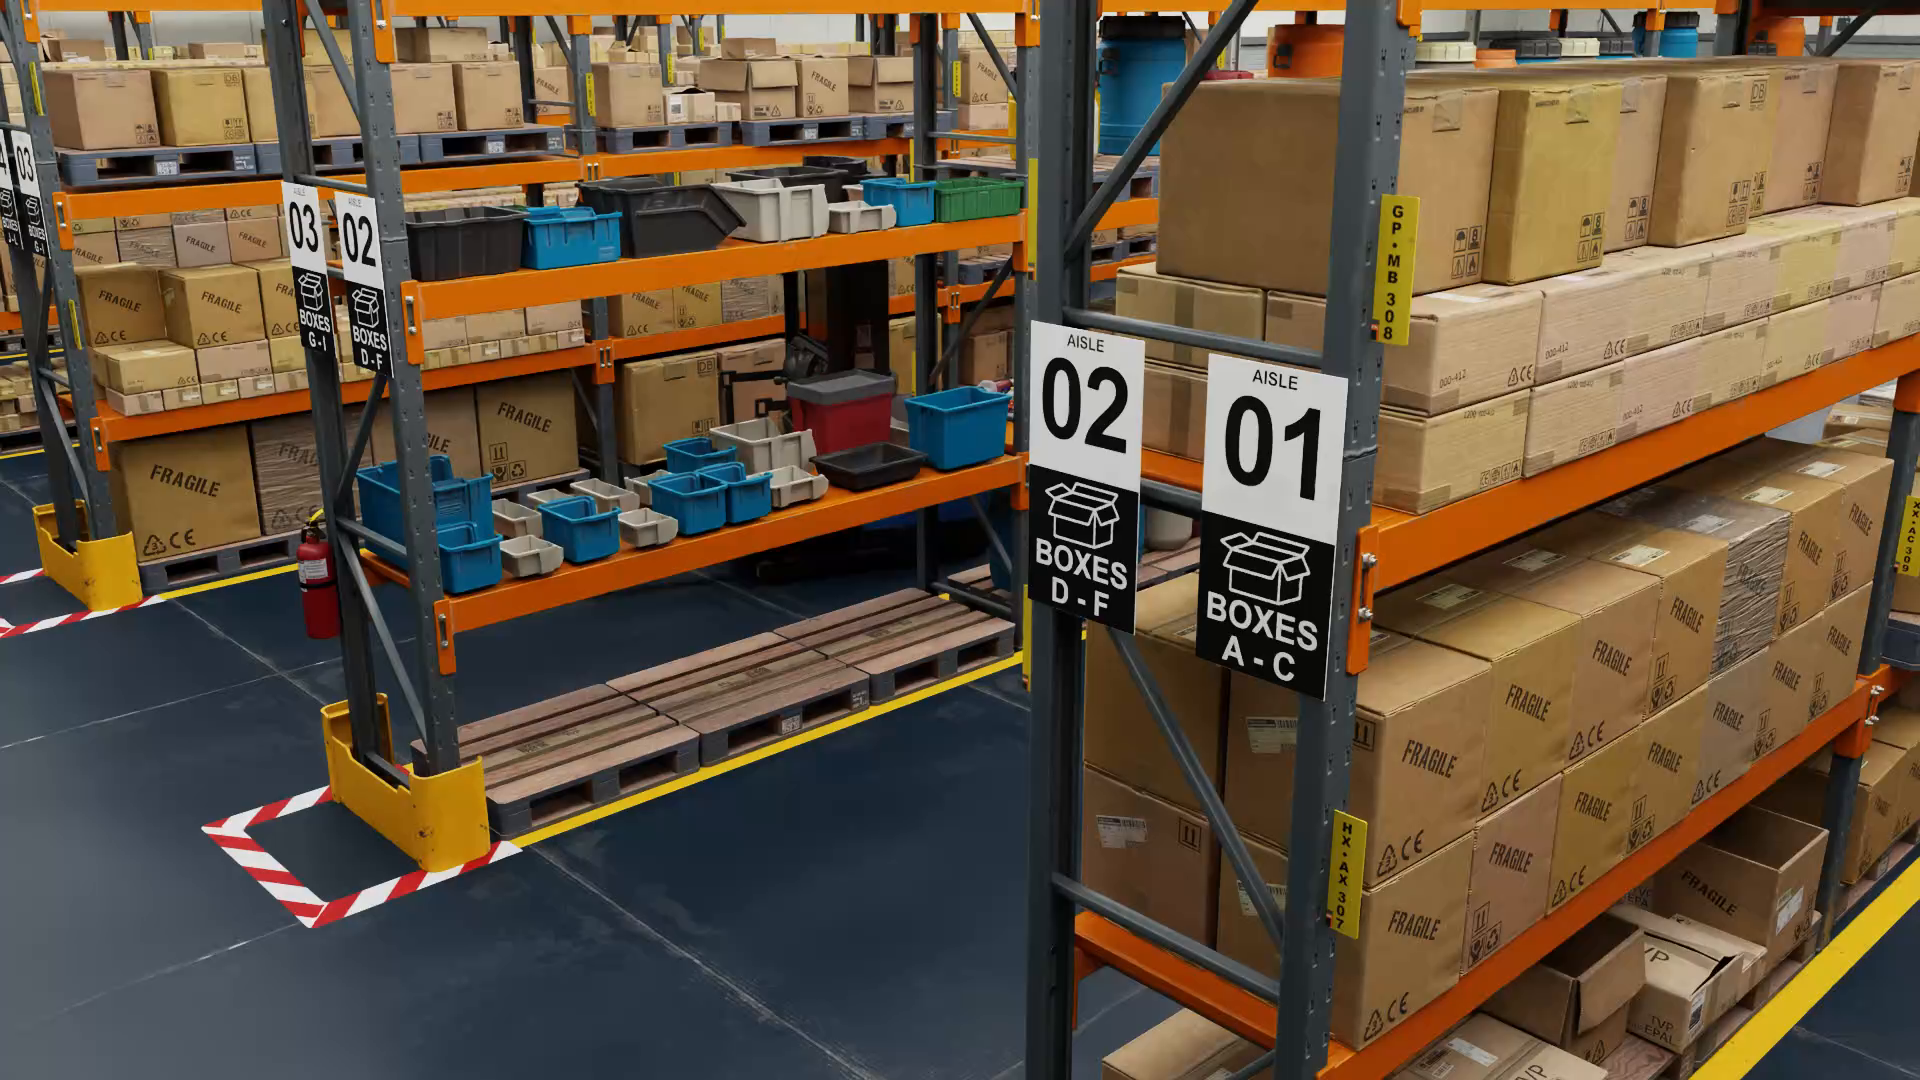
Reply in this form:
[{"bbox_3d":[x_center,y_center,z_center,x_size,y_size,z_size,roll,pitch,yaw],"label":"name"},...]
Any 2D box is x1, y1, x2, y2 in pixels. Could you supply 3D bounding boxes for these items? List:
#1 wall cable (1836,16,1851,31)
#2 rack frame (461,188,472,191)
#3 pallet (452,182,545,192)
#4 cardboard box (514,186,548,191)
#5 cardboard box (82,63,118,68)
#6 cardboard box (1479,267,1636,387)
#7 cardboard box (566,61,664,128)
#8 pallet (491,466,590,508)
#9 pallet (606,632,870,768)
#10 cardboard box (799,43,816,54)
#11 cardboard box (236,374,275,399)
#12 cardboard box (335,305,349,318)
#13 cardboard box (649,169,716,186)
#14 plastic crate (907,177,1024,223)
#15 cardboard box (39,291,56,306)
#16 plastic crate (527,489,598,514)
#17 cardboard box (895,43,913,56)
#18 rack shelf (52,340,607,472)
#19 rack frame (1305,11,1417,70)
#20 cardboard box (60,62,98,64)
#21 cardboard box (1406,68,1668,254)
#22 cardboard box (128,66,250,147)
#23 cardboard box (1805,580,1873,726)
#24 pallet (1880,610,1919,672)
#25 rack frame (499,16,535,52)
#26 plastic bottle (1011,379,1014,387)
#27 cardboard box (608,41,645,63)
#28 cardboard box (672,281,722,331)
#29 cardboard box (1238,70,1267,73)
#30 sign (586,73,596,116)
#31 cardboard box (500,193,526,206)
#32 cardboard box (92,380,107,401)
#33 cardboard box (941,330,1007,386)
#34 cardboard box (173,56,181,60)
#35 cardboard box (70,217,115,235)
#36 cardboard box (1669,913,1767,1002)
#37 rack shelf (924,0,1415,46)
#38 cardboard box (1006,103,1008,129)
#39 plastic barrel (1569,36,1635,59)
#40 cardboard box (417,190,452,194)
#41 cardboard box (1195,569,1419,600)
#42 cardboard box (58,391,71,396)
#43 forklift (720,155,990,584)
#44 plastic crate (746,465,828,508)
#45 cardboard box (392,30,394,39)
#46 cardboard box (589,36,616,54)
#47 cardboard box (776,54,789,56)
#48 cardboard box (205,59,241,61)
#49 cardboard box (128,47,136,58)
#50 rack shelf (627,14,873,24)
[{"bbox_3d":[25.421,-16.899,45.003,0.169,6.003,2.305,-16,24,-41],"label":"wall cable"},{"bbox_3d":[-7.212,-5.013,23.582,0.127,3.000,1.000,-16,24,-41],"label":"rack frame"},{"bbox_3d":[-6.768,-5.096,24.151,1.003,0.211,1.213,-16,24,-41],"label":"pallet"},{"bbox_3d":[-4.970,-4.011,19.255,0.250,0.149,0.380,-15,23,-38],"label":"cardboard box"},{"bbox_3d":[-8.010,-4.353,15.469,0.250,0.149,0.380,-15,23,-39],"label":"cardboard box"},{"bbox_3d":[1.507,-0.624,4.615,0.500,0.250,0.500,-16,24,-41],"label":"cardboard box"},{"bbox_3d":[-2.896,-3.744,13.961,0.500,0.500,0.700,-16,24,-40],"label":"cardboard box"},{"bbox_3d":[-3.917,-0.474,14.105,1.213,0.211,1.003,-16,24,-41],"label":"pallet"},{"bbox_3d":[-1.302,0.916,9.816,1.213,0.211,1.003,-16,24,-41],"label":"pallet"},{"bbox_3d":[-2.534,-7.924,26.813,0.250,0.149,0.380,-15,24,-39],"label":"cardboard box"},{"bbox_3d":[-5.172,-1.143,12.054,0.250,0.149,0.380,-17,24,-42],"label":"cardboard box"},{"bbox_3d":[-4.933,-1.656,12.988,0.500,0.250,0.500,-16,24,-41],"label":"cardboard box"},{"bbox_3d":[-3.405,-4.541,20.343,0.500,0.500,0.700,-16,24,-41],"label":"cardboard box"},{"bbox_3d":[-0.008,-2.003,9.779,0.662,0.188,0.450,-16,24,-41],"label":"plastic crate"},{"bbox_3d":[-8.607,-2.299,15.620,0.250,0.149,0.380,-15,23,-38],"label":"cardboard box"},{"bbox_3d":[-2.125,-0.161,8.949,0.243,0.136,0.396,-16,24,-41],"label":"plastic crate"},{"bbox_3d":[-0.650,-6.679,22.774,0.500,0.250,0.500,-17,24,-41],"label":"cardboard box"},{"bbox_3d":[-4.764,-1.178,12.922,4.000,0.370,1.077,-16,24,-41],"label":"rack shelf"},{"bbox_3d":[2.999,-4.536,12.383,0.127,3.000,1.000,-16,24,-41],"label":"rack frame"},{"bbox_3d":[-8.378,-4.470,15.831,0.380,0.149,0.250,17,25,42],"label":"cardboard box"},{"bbox_3d":[1.660,-1.155,5.038,0.500,0.500,0.700,-16,24,-41],"label":"cardboard box"},{"bbox_3d":[-5.384,-3.033,11.607,0.700,0.500,0.500,17,24,42],"label":"cardboard box"},{"bbox_3d":[3.306,0.392,6.749,0.500,0.500,0.500,-16,24,-40],"label":"cardboard box"},{"bbox_3d":[4.149,0.223,7.745,1.213,0.211,1.003,-16,24,-41],"label":"pallet"},{"bbox_3d":[-7.719,-9.826,28.699,0.127,3.000,1.000,-16,24,-41],"label":"rack frame"},{"bbox_3d":[0.422,-1.009,11.433,0.135,0.276,0.152,-16,24,-41],"label":"plastic bottle"},{"bbox_3d":[-3.854,-5.619,19.186,0.258,0.266,0.396,-16,24,-41],"label":"cardboard box"},{"bbox_3d":[-2.440,-2.140,14.559,0.500,0.500,0.500,-16,24,-41],"label":"cardboard box"},{"bbox_3d":[3.494,-5.599,20.122,0.250,0.149,0.380,-15,23,-38],"label":"cardboard box"},{"bbox_3d":[-2.928,-3.531,13.181,0.005,0.325,0.100,-16,24,-41],"label":"sign"},{"bbox_3d":[-4.910,-3.753,18.458,0.250,0.149,0.380,-15,23,-39],"label":"cardboard box"},{"bbox_3d":[-6.184,-1.126,12.003,0.250,0.149,0.380,-16,24,-40],"label":"cardboard box"},{"bbox_3d":[0.069,-1.959,17.501,0.700,0.500,0.500,16,24,41],"label":"cardboard box"},{"bbox_3d":[-11.999,-7.383,25.624,0.250,0.149,0.380,-17,24,-42],"label":"cardboard box"},{"bbox_3d":[-8.287,-3.144,15.551,0.500,0.500,0.500,-17,25,-42],"label":"cardboard box"},{"bbox_3d":[3.043,1.701,6.785,0.250,0.149,0.380,-16,24,-41],"label":"cardboard box"},{"bbox_3d":[1.546,-3.579,11.249,4.000,0.370,1.077,-16,24,-41],"label":"rack shelf"},{"bbox_3d":[0.486,-4.299,16.759,0.500,0.250,0.500,-15,24,-39],"label":"cardboard box"},{"bbox_3d":[5.685,-4.038,14.901,0.708,0.901,0.600,-16,24,-41],"label":"plastic barrel"},{"bbox_3d":[-7.402,-4.776,23.095,0.500,0.250,0.500,17,24,42],"label":"cardboard box"},{"bbox_3d":[1.088,0.338,5.296,0.500,0.500,0.500,-15,24,-39],"label":"cardboard box"},{"bbox_3d":[-8.639,-1.385,15.853,0.250,0.149,0.380,-16,24,-40],"label":"cardboard box"},{"bbox_3d":[-1.313,-1.262,12.125,3.031,2.935,1.130,-7,19,-21],"label":"forklift"},{"bbox_3d":[-0.966,-0.301,9.380,0.466,0.136,0.293,-16,24,-41],"label":"plastic crate"},{"bbox_3d":[-9.634,-8.074,27.156,0.500,0.500,0.700,-17,24,-42],"label":"cardboard box"},{"bbox_3d":[-5.366,-7.281,24.466,0.500,0.250,0.500,-16,24,-40],"label":"cardboard box"},{"bbox_3d":[-3.057,-7.604,26.471,0.500,0.250,0.500,-16,24,-40],"label":"cardboard box"},{"bbox_3d":[-7.386,-4.737,16.653,0.250,0.149,0.380,-17,24,-41],"label":"cardboard box"},{"bbox_3d":[-12.341,-7.182,24.492,0.250,0.149,0.380,-16,24,-40],"label":"cardboard box"},{"bbox_3d":[-2.285,-6.670,20.781,4.000,0.370,1.077,-16,24,-41],"label":"rack shelf"}]
